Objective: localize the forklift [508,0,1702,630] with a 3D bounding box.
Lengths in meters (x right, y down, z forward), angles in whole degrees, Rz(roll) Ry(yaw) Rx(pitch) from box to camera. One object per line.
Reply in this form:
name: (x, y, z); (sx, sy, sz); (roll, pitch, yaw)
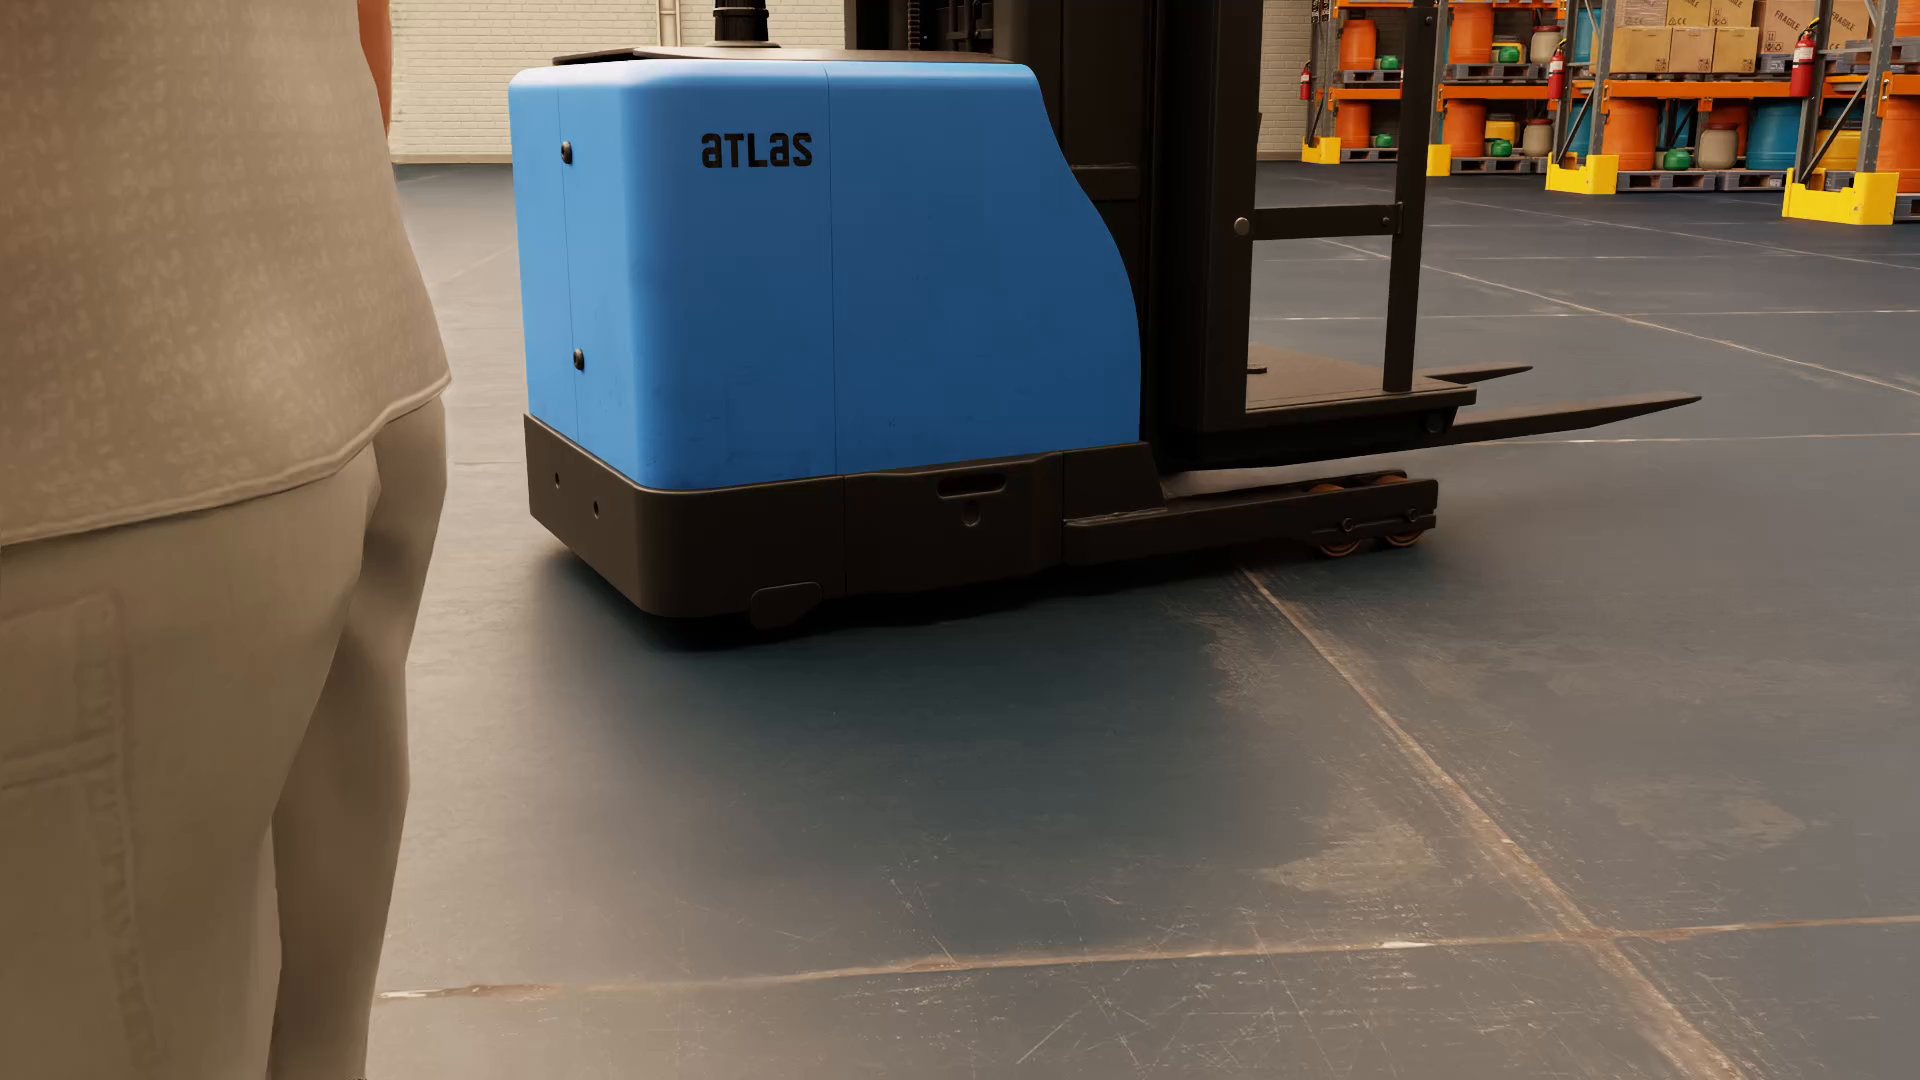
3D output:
forklift: (0.538, -1.490, 3.837); (3.031, 2.935, 1.130); (-8, 17, -27)
